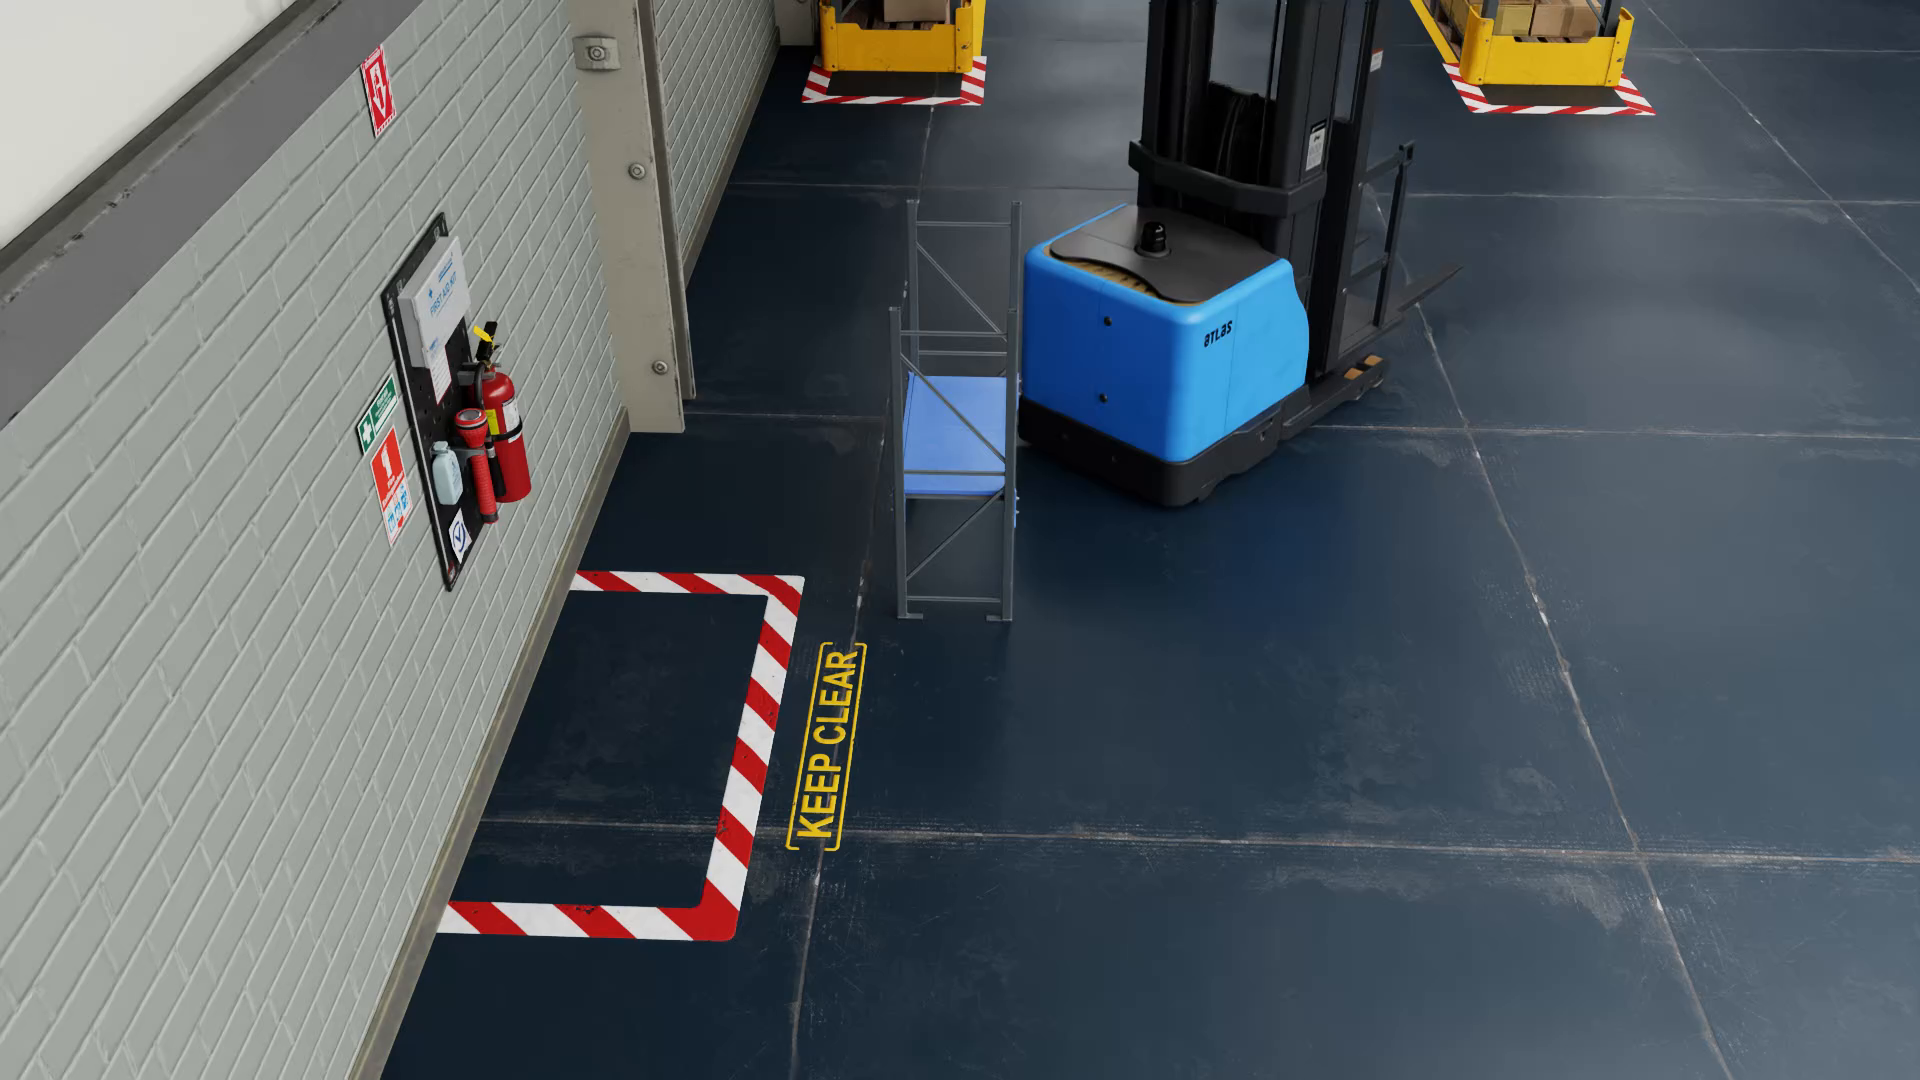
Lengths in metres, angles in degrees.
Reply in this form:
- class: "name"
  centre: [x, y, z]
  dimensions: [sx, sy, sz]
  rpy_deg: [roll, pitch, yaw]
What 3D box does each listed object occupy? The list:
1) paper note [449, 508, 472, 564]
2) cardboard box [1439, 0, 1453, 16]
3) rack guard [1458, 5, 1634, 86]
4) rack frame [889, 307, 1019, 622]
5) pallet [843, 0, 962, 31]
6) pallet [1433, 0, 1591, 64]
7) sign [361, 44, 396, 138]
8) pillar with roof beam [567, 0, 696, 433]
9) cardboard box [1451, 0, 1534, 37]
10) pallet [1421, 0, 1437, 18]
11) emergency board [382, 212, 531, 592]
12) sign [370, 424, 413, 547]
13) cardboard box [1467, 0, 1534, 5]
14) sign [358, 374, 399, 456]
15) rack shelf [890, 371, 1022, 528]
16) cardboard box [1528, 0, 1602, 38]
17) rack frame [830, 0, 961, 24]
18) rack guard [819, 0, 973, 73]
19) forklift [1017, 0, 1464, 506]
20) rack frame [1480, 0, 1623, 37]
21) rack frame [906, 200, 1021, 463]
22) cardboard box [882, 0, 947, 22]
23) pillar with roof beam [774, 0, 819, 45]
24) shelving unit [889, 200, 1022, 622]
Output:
- class: "paper note"
  centre: [-1.781, -0.016, 5.930]
  dimensions: [0.016, 0.148, 0.142]
  rpy_deg: [1, 35, 2]
- class: "cardboard box"
  centre: [4.194, -4.457, 13.510]
  dimensions: [0.500, 0.250, 0.500]
  rpy_deg: [1, 35, 2]
- class: "rack guard"
  centre: [4.458, -3.771, 12.682]
  dimensions: [1.175, 0.500, 0.348]
  rpy_deg: [1, 35, 2]
- class: "rack frame"
  centre: [-0.024, -0.273, 6.833]
  dimensions: [0.500, 1.500, 0.032]
  rpy_deg: [1, 35, 2]
- class: "pallet"
  centre: [-0.420, -4.289, 13.669]
  dimensions: [1.003, 0.211, 1.213]
  rpy_deg: [1, 35, 2]
- class: "pallet"
  centre: [4.448, -4.107, 13.411]
  dimensions: [1.003, 0.211, 1.213]
  rpy_deg: [1, 35, 2]
- class: "sign"
  centre: [-1.805, -1.422, 5.149]
  dimensions: [0.001, 0.298, 0.199]
  rpy_deg: [1, 35, 2]
- class: "pillar with roof beam"
  centre: [2.734, -4.250, 5.971]
  dimensions: [9.100, 9.000, 0.400]
  rpy_deg: [1, 35, 2]
- class: "cardboard box"
  centre: [4.186, -4.170, 13.100]
  dimensions: [0.500, 0.250, 0.500]
  rpy_deg: [1, 35, 2]
- class: "pallet"
  centre: [4.500, -4.807, 14.405]
  dimensions: [1.003, 0.211, 1.213]
  rpy_deg: [1, 35, 2]
- class: "emergency board"
  centre: [-1.705, -0.476, 5.819]
  dimensions: [0.194, 1.169, 0.643]
  rpy_deg: [1, 35, 2]
- class: "sign"
  centre: [-1.830, -0.176, 5.360]
  dimensions: [0.001, 0.329, 0.234]
  rpy_deg: [1, 35, 2]
- class: "cardboard box"
  centre: [4.183, -4.477, 12.885]
  dimensions: [0.500, 0.500, 0.500]
  rpy_deg: [1, 35, 2]
- class: "sign"
  centre: [-1.821, -0.395, 5.211]
  dimensions: [0.001, 0.109, 0.331]
  rpy_deg: [1, 35, 2]
- class: "rack shelf"
  centre: [-0.003, -0.417, 7.352]
  dimensions: [0.538, 0.185, 1.000]
  rpy_deg: [1, 35, 2]
- class: "cardboard box"
  centre: [4.703, -4.158, 13.083]
  dimensions: [0.500, 0.250, 0.500]
  rpy_deg: [1, 35, 2]
- class: "rack frame"
  centre: [-0.491, -4.920, 12.142]
  dimensions: [1.000, 3.000, 0.127]
  rpy_deg: [1, 35, 2]
- class: "rack guard"
  centre: [-0.488, -3.941, 12.923]
  dimensions: [1.175, 0.500, 0.348]
  rpy_deg: [1, 35, 2]
- class: "forklift"
  centre: [1.655, -2.116, 8.212]
  dimensions: [1.130, 2.935, 3.031]
  rpy_deg: [28, 44, 34]
- class: "rack frame"
  centre: [4.459, -4.808, 11.982]
  dimensions: [1.000, 3.000, 0.127]
  rpy_deg: [1, 35, 2]
- class: "rack frame"
  centre: [0.017, -0.857, 7.665]
  dimensions: [0.500, 1.500, 0.032]
  rpy_deg: [1, 35, 2]
- class: "cardboard box"
  centre: [-0.373, -4.396, 13.351]
  dimensions: [0.500, 0.311, 0.500]
  rpy_deg: [-2, 35, -3]
- class: "pillar with roof beam"
  centre: [2.975, -7.697, 10.876]
  dimensions: [9.100, 9.000, 0.400]
  rpy_deg: [1, 35, 2]
- class: "shelving unit"
  centre: [-0.003, -0.565, 7.249]
  dimensions: [0.538, 1.500, 1.048]
  rpy_deg: [1, 35, 2]
